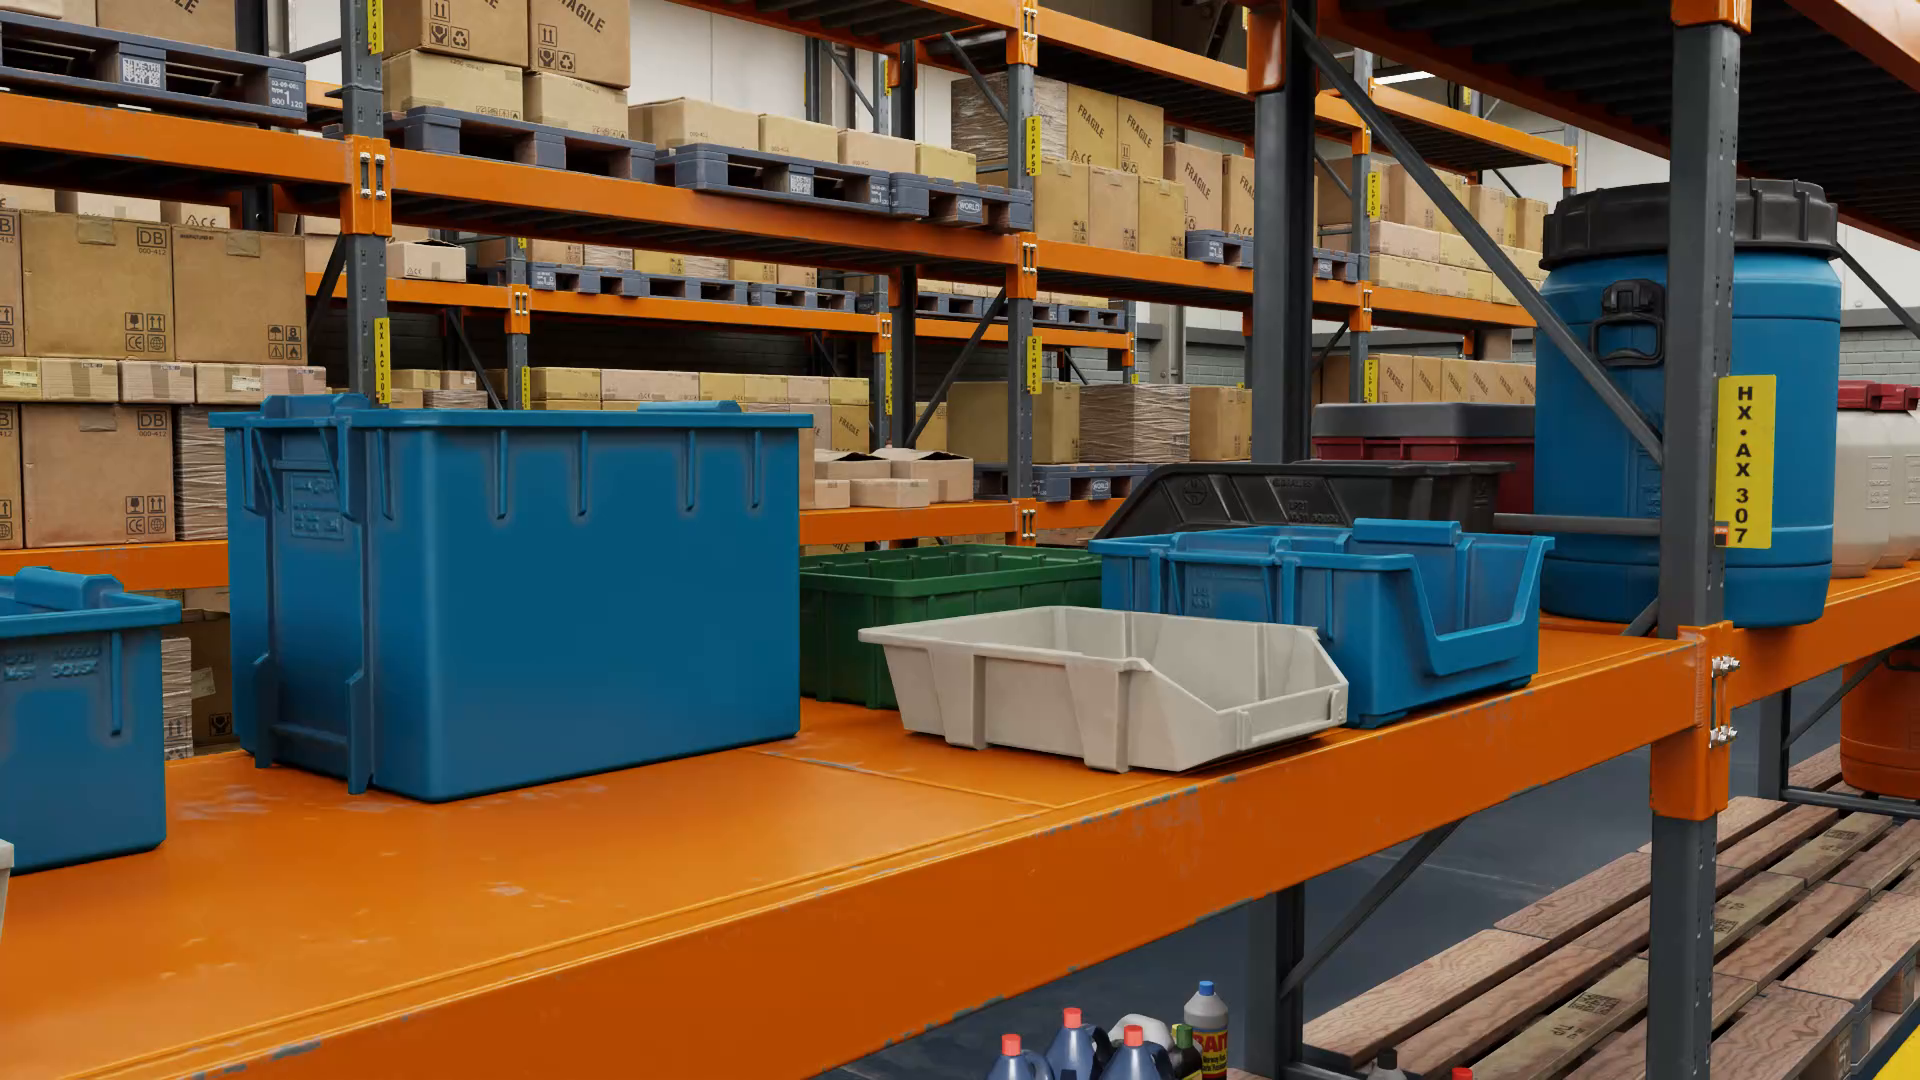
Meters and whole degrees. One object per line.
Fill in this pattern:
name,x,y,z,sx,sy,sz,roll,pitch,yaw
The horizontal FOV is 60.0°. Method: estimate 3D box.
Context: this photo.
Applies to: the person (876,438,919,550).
person,-0.536,-0.062,14.426,0.485,1.673,0.360,3,5,41
